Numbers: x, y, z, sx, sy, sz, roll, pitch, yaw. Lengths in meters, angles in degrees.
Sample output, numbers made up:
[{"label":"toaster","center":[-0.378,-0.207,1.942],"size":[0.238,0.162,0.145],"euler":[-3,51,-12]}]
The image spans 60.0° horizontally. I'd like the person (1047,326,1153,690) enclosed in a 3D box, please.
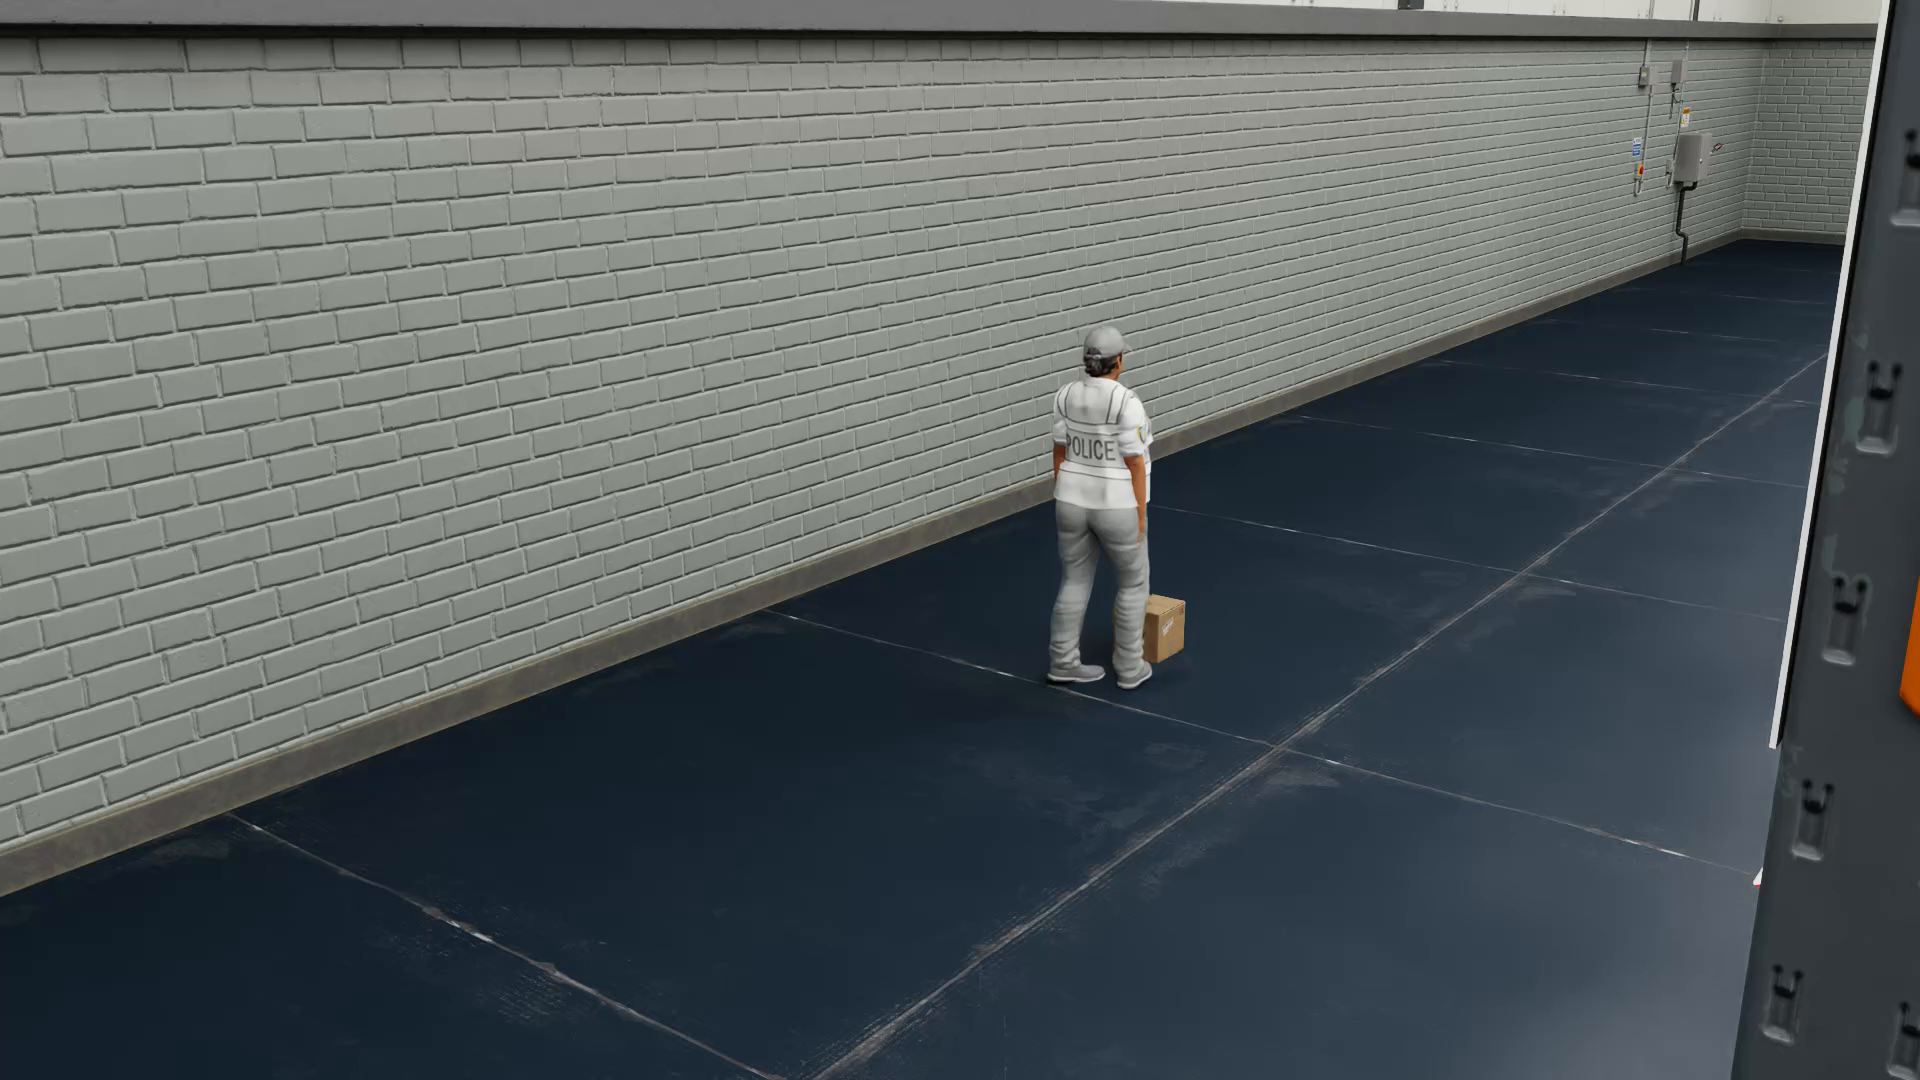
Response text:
[{"label":"person","center":[0.655,-0.141,7.536],"size":[0.470,1.673,0.435],"euler":[12,20,35]}]
